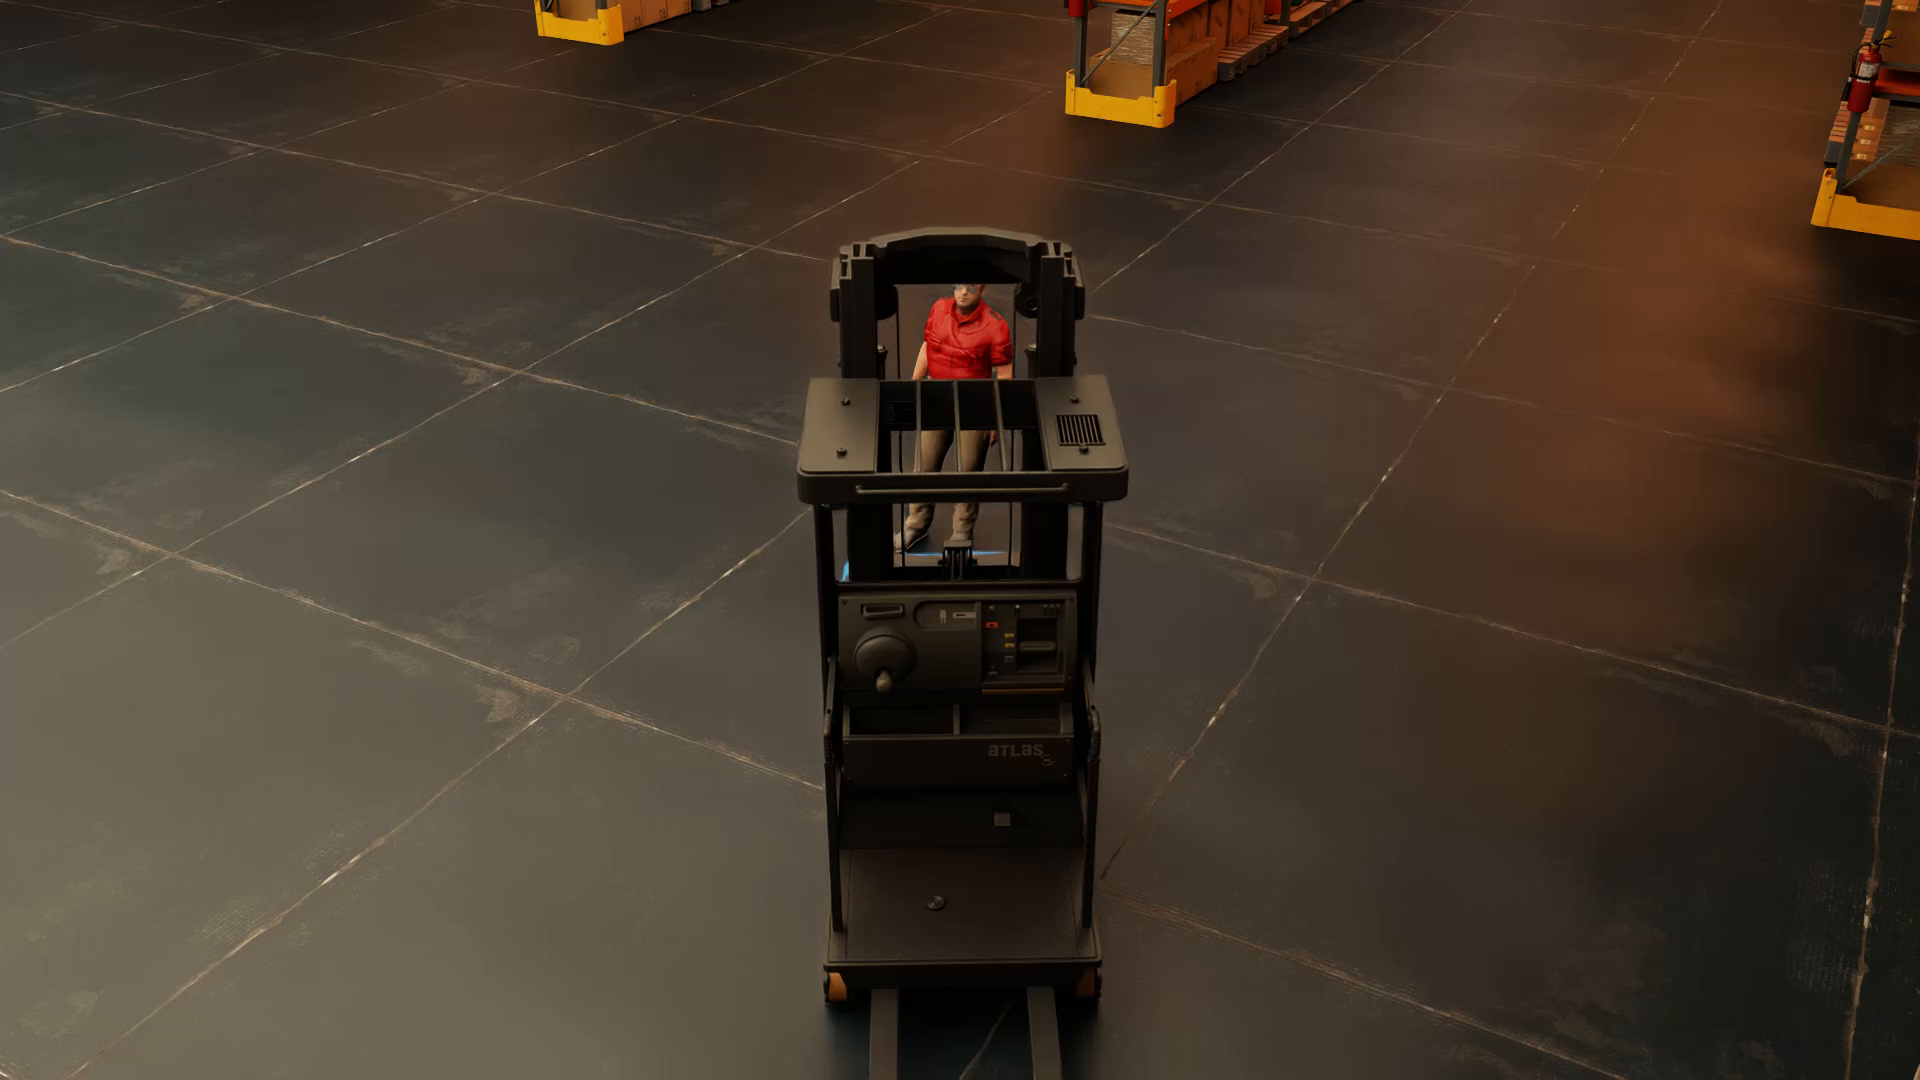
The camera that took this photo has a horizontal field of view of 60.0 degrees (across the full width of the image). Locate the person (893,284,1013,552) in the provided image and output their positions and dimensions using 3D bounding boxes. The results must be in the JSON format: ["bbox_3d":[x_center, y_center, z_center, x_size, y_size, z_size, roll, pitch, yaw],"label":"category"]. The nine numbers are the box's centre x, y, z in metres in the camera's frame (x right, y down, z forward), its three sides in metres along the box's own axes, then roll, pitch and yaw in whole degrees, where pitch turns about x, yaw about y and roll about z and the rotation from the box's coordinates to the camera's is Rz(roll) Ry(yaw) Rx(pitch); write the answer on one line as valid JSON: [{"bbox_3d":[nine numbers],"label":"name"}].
[{"bbox_3d":[-0.054,-0.718,9.505,0.640,1.727,0.551,15,33,25],"label":"person"}]

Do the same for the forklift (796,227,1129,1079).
[{"bbox_3d":[0.001,0.444,6.302,1.130,2.935,3.031,-1,30,-1],"label":"forklift"}]
